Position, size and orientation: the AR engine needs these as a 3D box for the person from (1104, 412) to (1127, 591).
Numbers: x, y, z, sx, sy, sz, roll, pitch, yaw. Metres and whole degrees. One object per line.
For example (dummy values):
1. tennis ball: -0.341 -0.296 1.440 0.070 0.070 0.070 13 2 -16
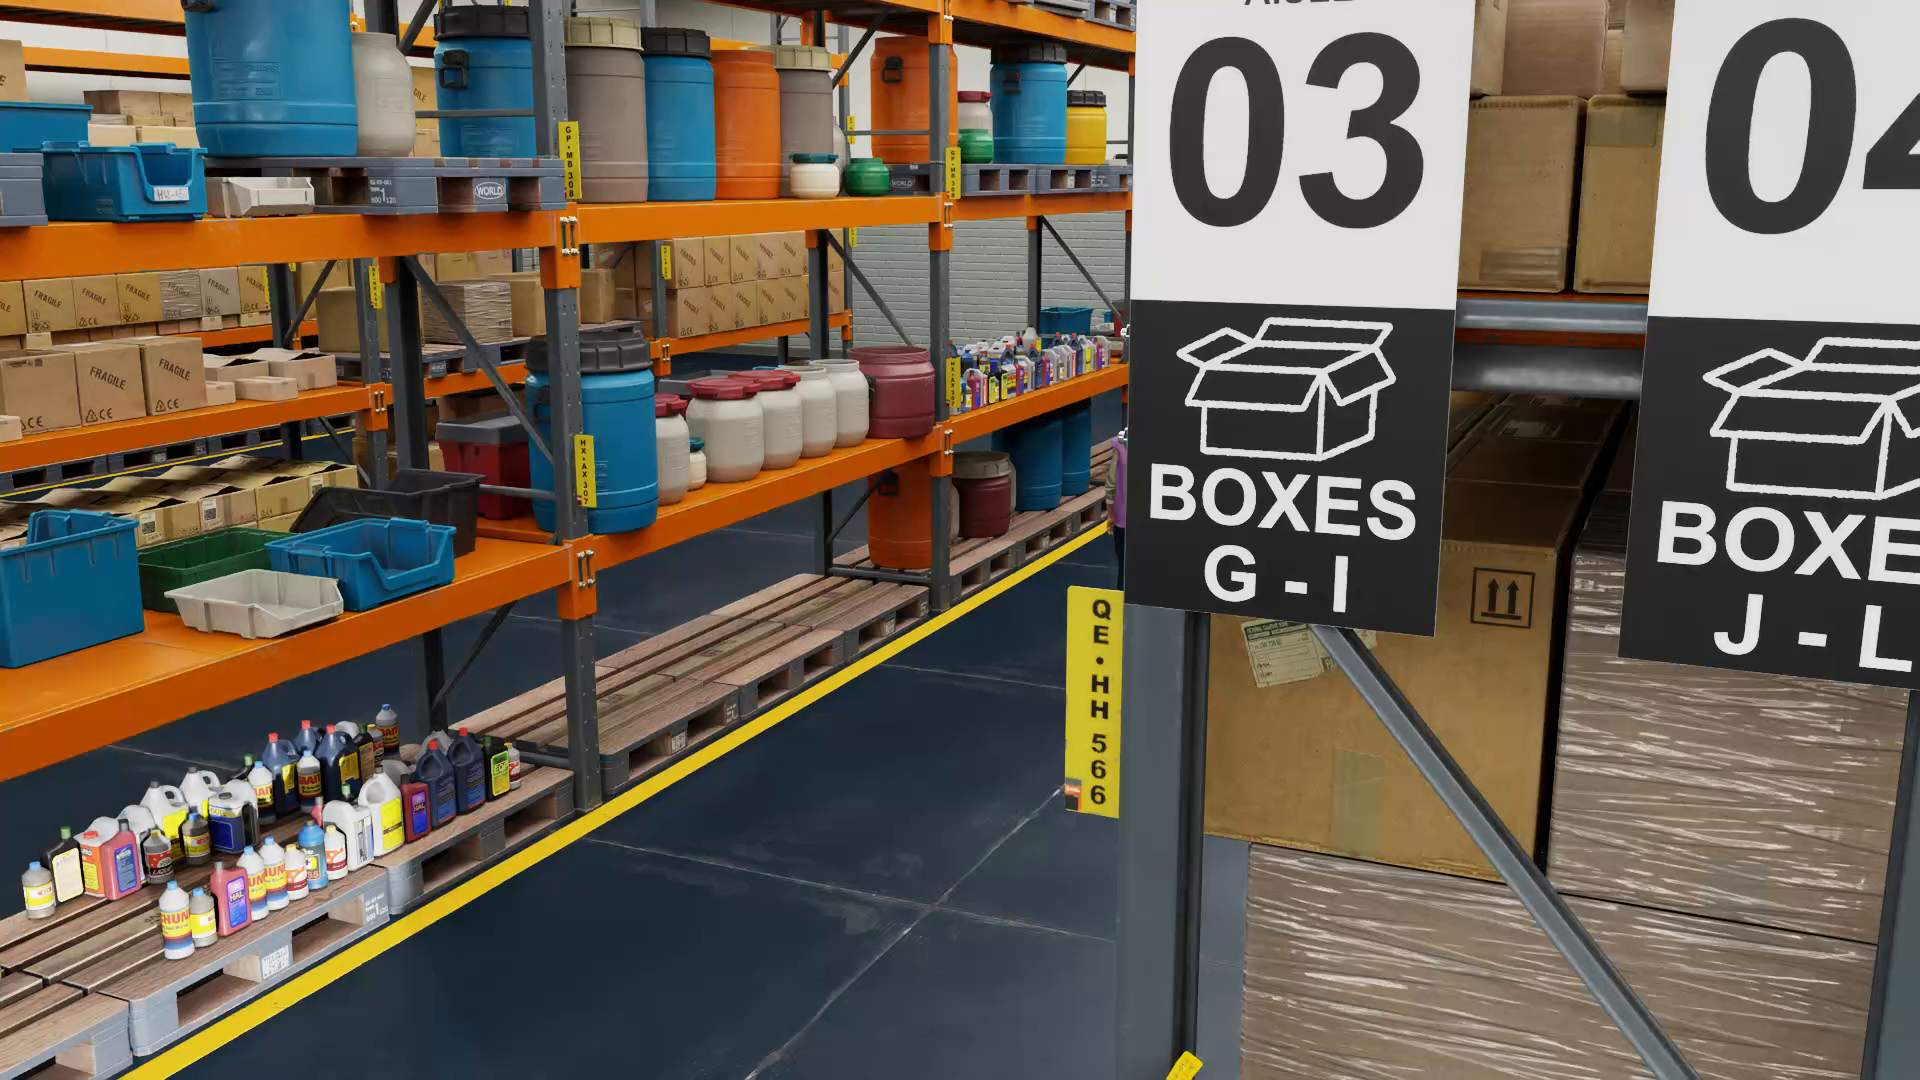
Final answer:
1. person: 1.149 -0.111 10.495 0.484 1.593 0.345 5 13 20
